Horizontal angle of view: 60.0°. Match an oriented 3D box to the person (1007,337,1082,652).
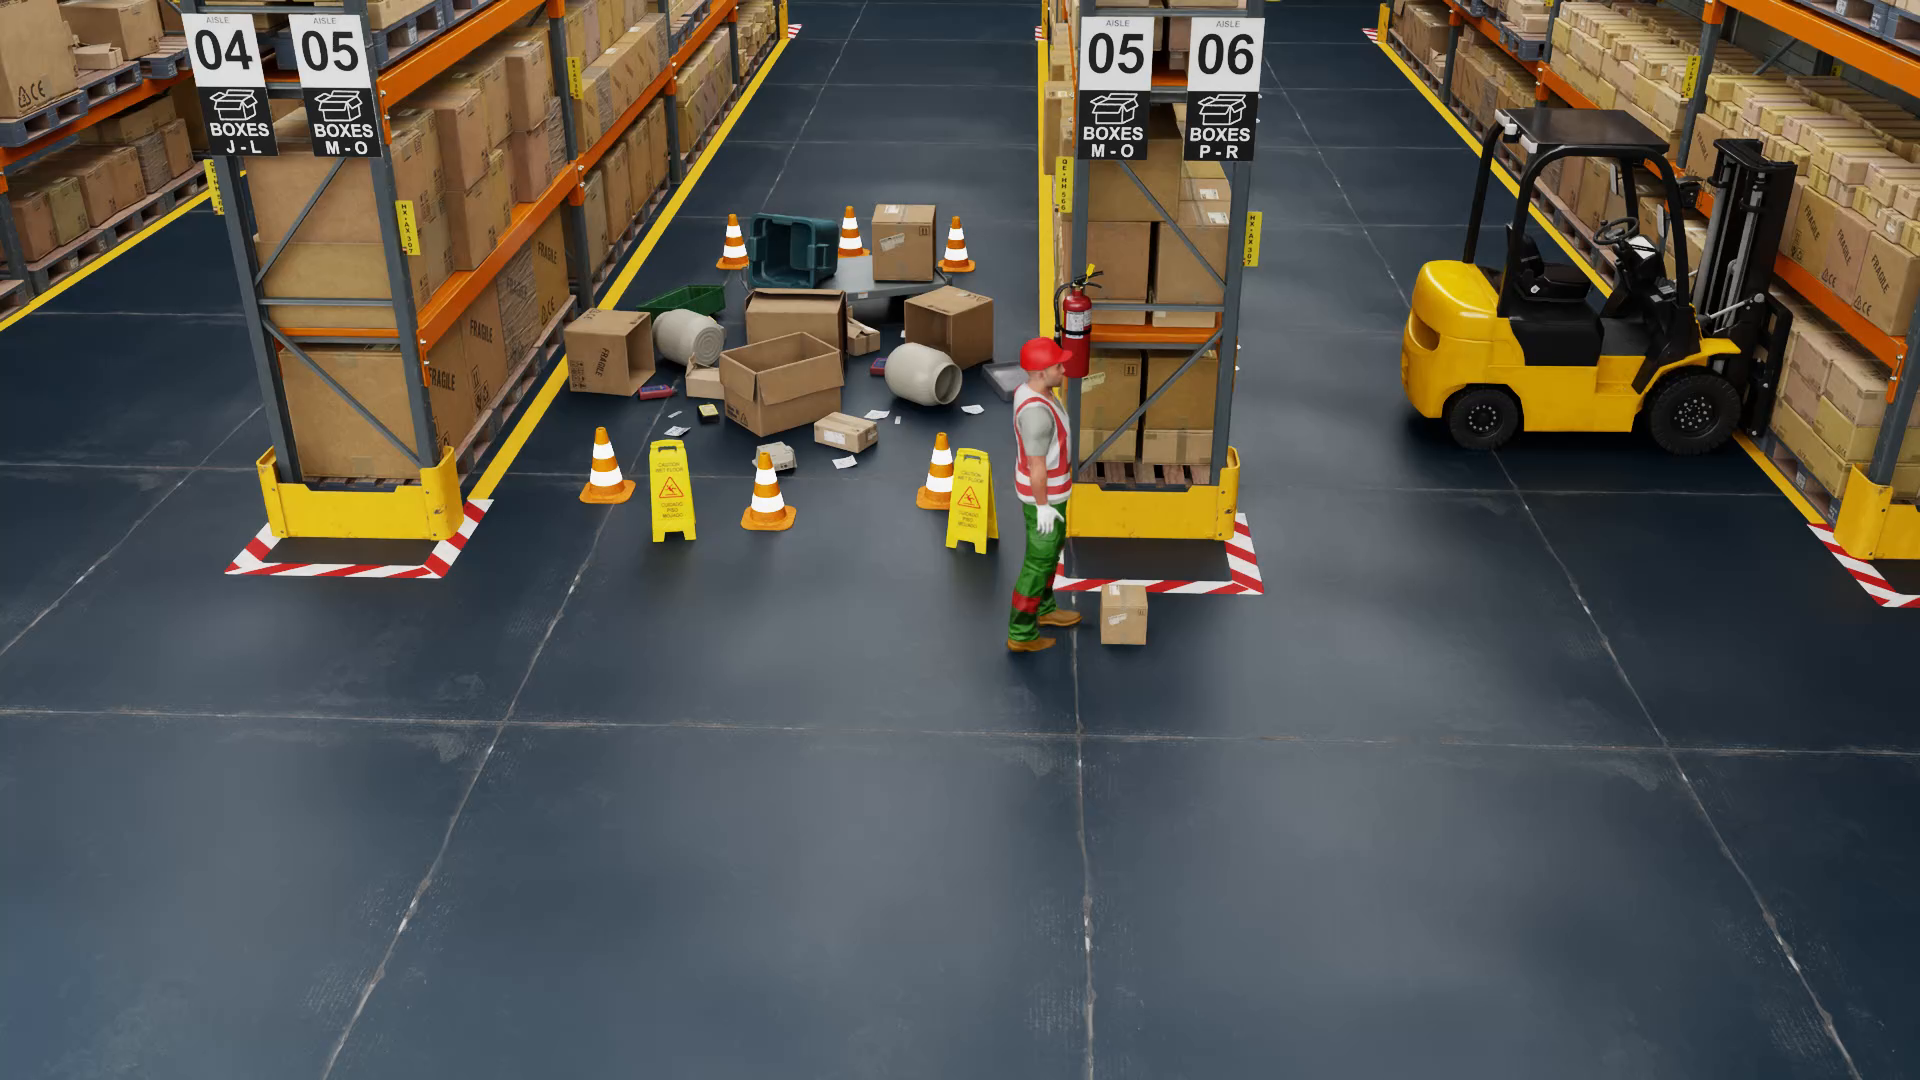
[{"bbox_3d":[0.484,-0.250,9.104,0.434,1.823,0.535,0,28,1],"label":"person"}]
